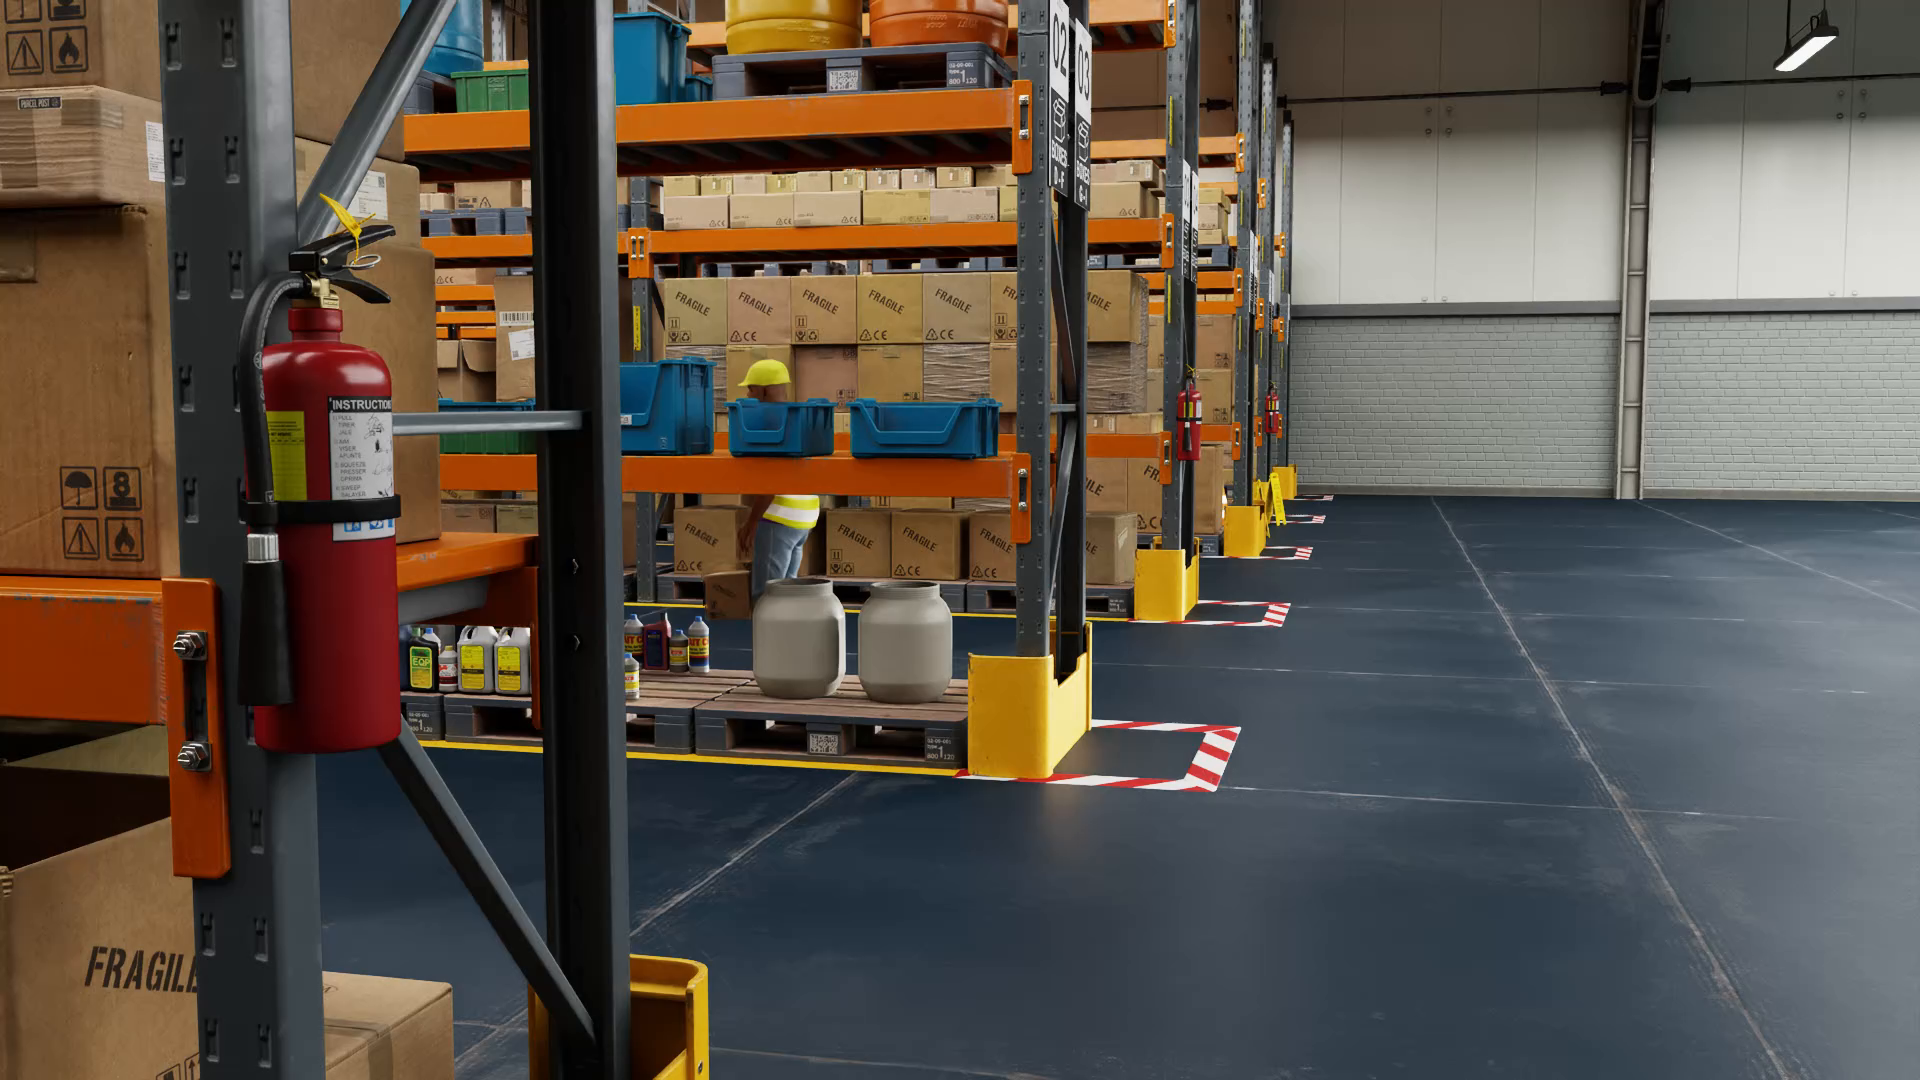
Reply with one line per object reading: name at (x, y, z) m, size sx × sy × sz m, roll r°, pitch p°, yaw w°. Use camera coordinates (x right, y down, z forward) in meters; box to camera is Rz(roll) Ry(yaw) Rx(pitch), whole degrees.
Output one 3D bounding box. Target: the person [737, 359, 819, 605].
person at (-0.991, -0.098, 9.070) m, size 0.430 × 1.764 × 0.591 m, roll 1°, pitch 5°, yaw 12°
